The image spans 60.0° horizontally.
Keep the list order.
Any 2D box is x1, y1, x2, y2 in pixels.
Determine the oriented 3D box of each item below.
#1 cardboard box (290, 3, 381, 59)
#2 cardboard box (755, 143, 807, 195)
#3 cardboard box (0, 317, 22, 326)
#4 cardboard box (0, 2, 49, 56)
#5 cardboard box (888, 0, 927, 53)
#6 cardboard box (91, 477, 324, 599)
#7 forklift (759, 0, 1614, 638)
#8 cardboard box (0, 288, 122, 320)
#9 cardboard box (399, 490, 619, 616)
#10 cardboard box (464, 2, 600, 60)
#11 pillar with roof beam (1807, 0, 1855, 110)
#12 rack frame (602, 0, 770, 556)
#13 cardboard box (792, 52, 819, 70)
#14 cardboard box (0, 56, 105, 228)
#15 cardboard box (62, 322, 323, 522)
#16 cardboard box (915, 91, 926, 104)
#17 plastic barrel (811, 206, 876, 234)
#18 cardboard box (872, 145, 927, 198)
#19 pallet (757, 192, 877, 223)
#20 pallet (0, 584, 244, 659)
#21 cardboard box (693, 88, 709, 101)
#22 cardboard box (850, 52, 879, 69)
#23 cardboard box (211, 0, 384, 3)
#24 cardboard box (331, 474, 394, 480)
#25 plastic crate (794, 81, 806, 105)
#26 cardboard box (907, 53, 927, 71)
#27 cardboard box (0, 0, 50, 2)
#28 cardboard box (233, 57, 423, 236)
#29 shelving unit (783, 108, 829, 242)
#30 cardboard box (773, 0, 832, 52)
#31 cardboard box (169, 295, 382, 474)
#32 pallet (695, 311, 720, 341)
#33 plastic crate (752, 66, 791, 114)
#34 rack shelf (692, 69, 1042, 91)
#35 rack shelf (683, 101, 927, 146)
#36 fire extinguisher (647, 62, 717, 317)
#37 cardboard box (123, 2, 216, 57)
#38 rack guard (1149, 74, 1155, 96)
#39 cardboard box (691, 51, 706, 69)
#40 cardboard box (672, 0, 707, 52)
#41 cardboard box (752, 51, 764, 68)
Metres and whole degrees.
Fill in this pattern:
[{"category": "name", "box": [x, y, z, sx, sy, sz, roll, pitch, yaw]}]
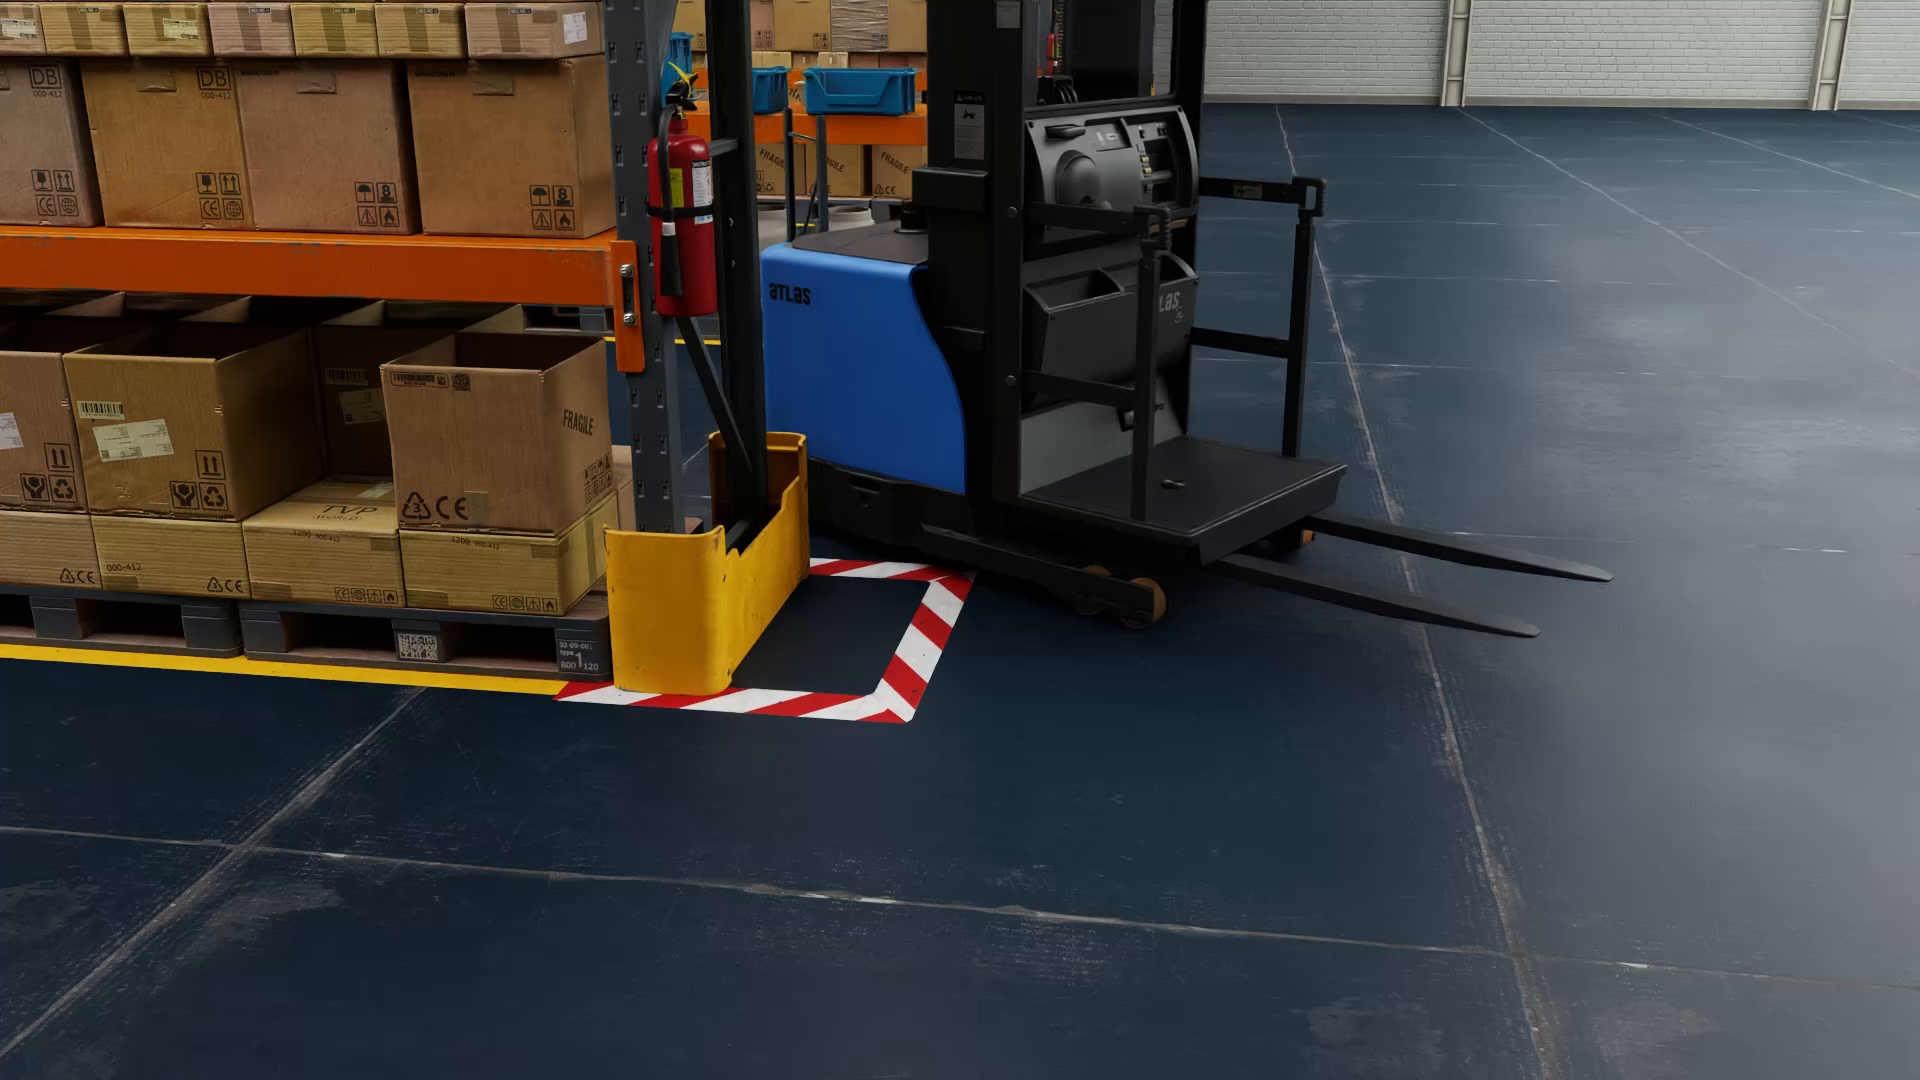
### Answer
[{"category": "cardboard box", "box": [-1.731, -1.489, 4.847, 0.250, 0.149, 0.380, 3, 19, 8]}, {"category": "cardboard box", "box": [-1.606, -3.402, 15.021, 0.500, 0.500, 0.500, 1, 19, 4]}, {"category": "cardboard box", "box": [-3.366, -0.430, 5.350, 0.500, 0.500, 0.500, 3, 19, 9]}, {"category": "cardboard box", "box": [-2.752, -1.541, 5.002, 0.250, 0.149, 0.380, 3, 19, 8]}, {"category": "cardboard box", "box": [-0.289, -4.465, 14.294, 0.500, 0.500, 0.875, 3, 19, 9]}, {"category": "cardboard box", "box": [-2.378, -0.025, 5.322, 0.500, 0.250, 0.500, 3, 19, 9]}, {"category": "forklift", "box": [0.691, -1.289, 5.535, 3.031, 2.935, 1.130, 15, 23, 37]}, {"category": "cardboard box", "box": [-3.283, -0.594, 5.840, 0.500, 0.500, 0.500, 3, 19, 9]}, {"category": "cardboard box", "box": [-1.389, 0.021, 5.184, 0.500, 0.250, 0.500, 3, 19, 9]}, {"category": "cardboard box", "box": [-1.220, -1.464, 4.771, 0.250, 0.149, 0.380, 3, 19, 8]}, {"category": "pillar with roof beam", "box": [13.739, -10.122, 22.373, 0.400, 9.000, 9.100, 3, 19, 9]}, {"category": "rack frame", "box": [-0.812, -1.149, 5.011, 0.127, 3.000, 1.000, 3, 19, 9]}, {"category": "cardboard box", "box": [-1.285, -4.160, 14.405, 0.250, 0.149, 0.380, 3, 19, 9]}, {"category": "cardboard box", "box": [-2.800, -1.301, 5.307, 0.500, 0.500, 0.700, 3, 19, 10]}, {"category": "cardboard box", "box": [-2.379, -0.380, 5.200, 0.500, 0.500, 0.500, 3, 19, 9]}, {"category": "cardboard box", "box": [-0.800, -5.097, 19.494, 0.875, 0.875, 0.875, 3, 19, 9]}, {"category": "plastic barrel", "box": [-0.685, -1.729, 10.003, 0.421, 0.512, 0.421, 0, 18, 0]}, {"category": "cardboard box", "box": [-0.447, -3.322, 14.783, 0.500, 0.500, 0.500, 8, 20, 23]}, {"category": "pallet", "box": [-1.310, -3.048, 15.080, 1.213, 0.211, 1.003, 3, 19, 9]}, {"category": "pallet", "box": [-2.775, 0.086, 5.715, 1.213, 0.211, 1.003, 3, 19, 9]}, {"category": "cardboard box", "box": [-2.927, -5.138, 19.815, 0.750, 0.750, 1.050, 3, 19, 8]}, {"category": "cardboard box", "box": [-0.788, -4.141, 14.348, 0.250, 0.149, 0.380, 3, 19, 9]}, {"category": "cardboard box", "box": [-1.844, -1.867, 4.953, 0.500, 0.500, 0.700, 2, 19, 7]}, {"category": "cardboard box", "box": [-1.801, -0.165, 5.741, 0.500, 0.250, 0.500, 3, 19, 9]}, {"category": "plastic crate", "box": [-0.856, -2.722, 10.126, 0.250, 0.136, 0.298, 3, 19, 9]}, {"category": "cardboard box", "box": [-0.298, -4.110, 14.255, 0.250, 0.149, 0.380, 3, 19, 9]}, {"category": "cardboard box", "box": [-2.836, -1.917, 5.103, 0.500, 0.500, 0.700, 3, 19, 9]}, {"category": "cardboard box", "box": [-1.791, -1.249, 5.151, 0.500, 0.500, 0.700, 3, 19, 10]}, {"category": "shelving unit", "box": [-0.174, -1.113, 7.266, 1.048, 1.500, 0.538, -7, 20, -21]}, {"category": "cardboard box", "box": [-1.267, -4.532, 14.495, 0.500, 0.500, 0.875, 3, 19, 9]}, {"category": "cardboard box", "box": [-2.296, -0.542, 5.687, 0.500, 0.500, 0.500, 3, 19, 9]}, {"category": "pallet", "box": [-0.907, -1.410, 10.185, 1.213, 0.211, 1.003, 3, 19, 9]}, {"category": "plastic crate", "box": [-1.205, -2.596, 9.570, 0.408, 0.251, 0.499, 3, 19, 9]}, {"category": "rack shelf", "box": [-1.212, -4.012, 14.700, 4.000, 0.370, 1.077, 3, 19, 9]}, {"category": "rack shelf", "box": [-1.998, -2.460, 10.063, 4.000, 0.370, 1.077, 3, 19, 9]}, {"category": "fire extinguisher", "box": [-0.769, -0.961, 4.570, 0.183, 0.674, 0.296, 3, 19, 9]}, {"category": "cardboard box", "box": [-2.238, -1.516, 4.926, 0.250, 0.149, 0.380, 4, 19, 10]}, {"category": "rack guard", "box": [3.142, -7.726, 28.606, 0.348, 0.500, 1.175, 3, 19, 9]}, {"category": "cardboard box", "box": [-2.278, -4.200, 14.523, 0.250, 0.149, 0.380, 3, 19, 9]}, {"category": "cardboard box", "box": [-2.264, -4.564, 14.590, 0.500, 0.500, 0.875, 3, 19, 9]}, {"category": "cardboard box", "box": [-1.784, -4.175, 14.448, 0.250, 0.149, 0.380, 3, 19, 9]}]
